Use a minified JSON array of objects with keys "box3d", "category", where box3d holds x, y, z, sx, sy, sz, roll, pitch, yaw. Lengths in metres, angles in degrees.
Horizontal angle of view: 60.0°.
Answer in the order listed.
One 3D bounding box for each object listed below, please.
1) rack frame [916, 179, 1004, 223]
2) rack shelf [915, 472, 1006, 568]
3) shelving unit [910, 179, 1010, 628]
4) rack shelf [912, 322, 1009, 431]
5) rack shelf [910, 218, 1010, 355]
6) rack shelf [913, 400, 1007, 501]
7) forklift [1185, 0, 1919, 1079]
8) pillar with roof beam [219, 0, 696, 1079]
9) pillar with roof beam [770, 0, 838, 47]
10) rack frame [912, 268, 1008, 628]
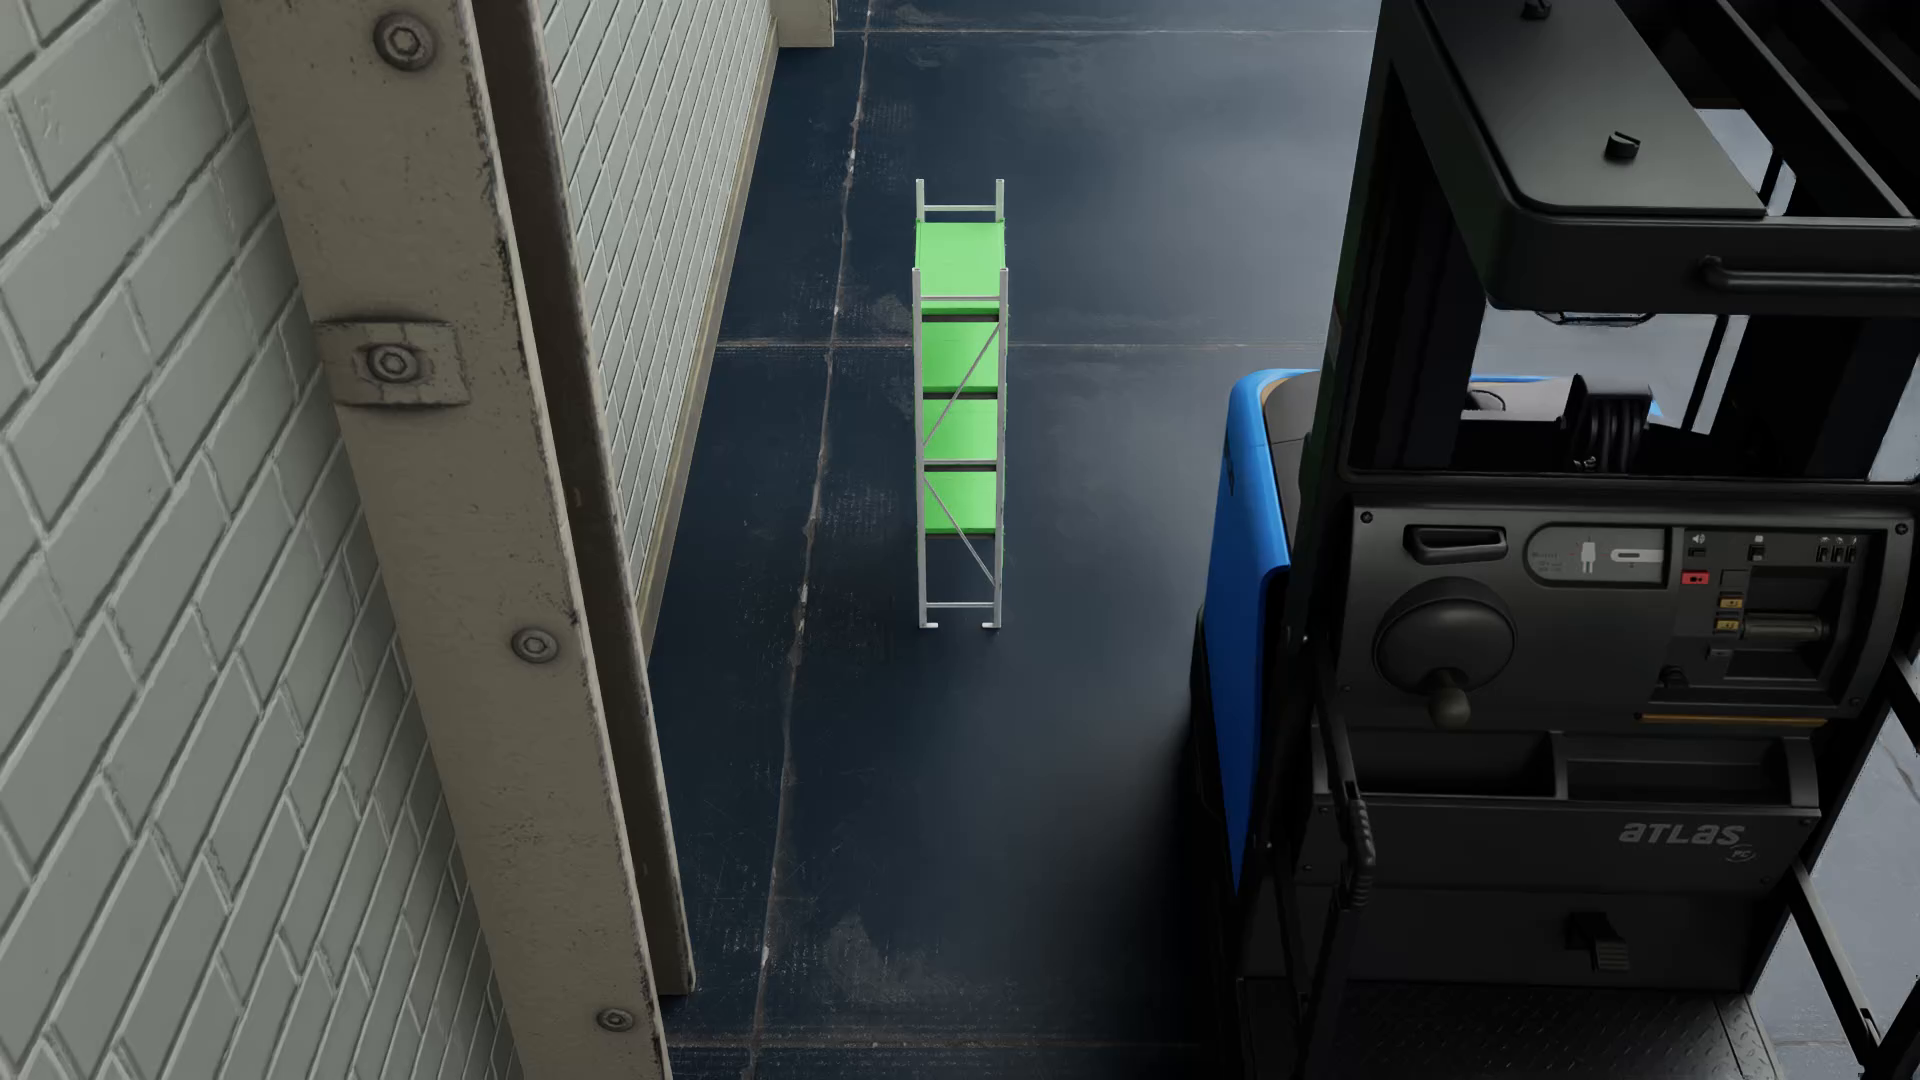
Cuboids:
[{"box3d":[0.000,-0.517,4.936,0.240,1.200,0.015,0,39,0],"category":"rack frame"},{"box3d":[0.000,-0.128,4.936,0.258,0.148,0.480,0,39,0],"category":"rack shelf"},{"box3d":[0.000,-0.365,4.746,0.258,1.200,0.503,0,39,0],"category":"shelving unit"},{"box3d":[0.000,-0.502,4.635,0.258,0.148,0.480,0,39,0],"category":"rack shelf"},{"box3d":[0.000,-0.689,4.485,0.258,0.148,0.480,0,39,0],"category":"rack shelf"},{"box3d":[0.000,-0.315,4.786,0.258,0.148,0.480,0,39,0],"category":"rack shelf"},{"box3d":[1.115,0.202,2.654,1.130,2.935,3.031,1,39,2],"category":"forklift"},{"box3d":[3.522,-2.358,0.996,9.100,9.000,0.400,0,39,0],"category":"pillar with roof beam"},{"box3d":[3.515,-6.110,5.678,9.100,9.000,0.400,0,39,0],"category":"pillar with roof beam"},{"box3d":[0.001,-0.212,4.555,0.240,1.200,0.015,0,39,0],"category":"rack frame"}]
